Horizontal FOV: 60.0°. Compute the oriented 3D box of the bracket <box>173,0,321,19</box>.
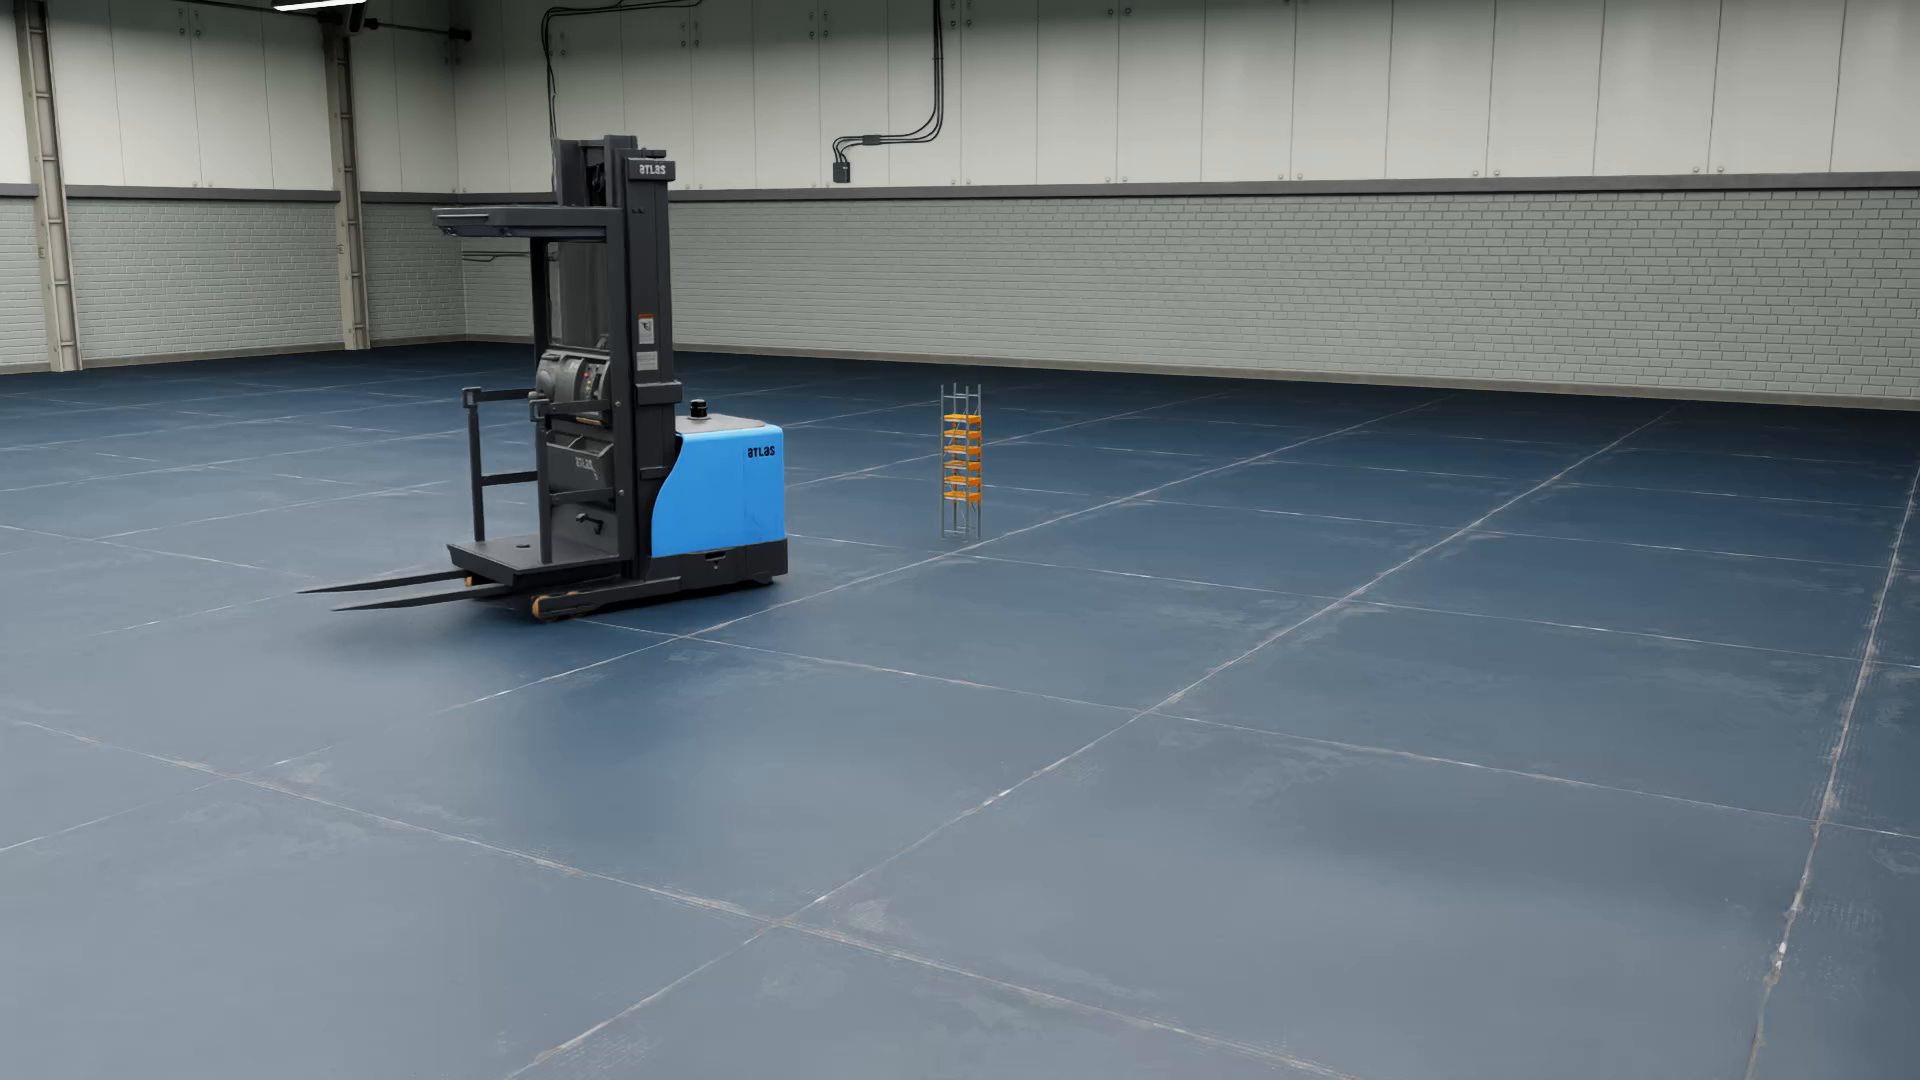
[{"bbox_3d":[-13.317,-9.512,29.442,0.076,0.066,4.783,6,12,31],"label":"bracket"}]

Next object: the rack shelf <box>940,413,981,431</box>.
[{"bbox_3d":[0.008,-0.902,12.712,0.258,0.103,0.180,6,12,31],"label":"rack shelf"}]

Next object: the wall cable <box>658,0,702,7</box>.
[{"bbox_3d":[-4.450,-11.222,30.710,3.097,2.526,0.112,6,12,31],"label":"wall cable"}]

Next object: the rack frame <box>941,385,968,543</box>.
[{"bbox_3d":[-0.040,-0.578,12.694,0.240,1.200,0.006,6,12,31],"label":"rack frame"}]

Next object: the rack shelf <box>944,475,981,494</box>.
[{"bbox_3d":[0.008,-0.430,12.801,0.258,0.103,0.180,6,12,31],"label":"rack shelf"}]

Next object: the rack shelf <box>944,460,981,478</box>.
[{"bbox_3d":[0.008,-0.548,12.779,0.258,0.103,0.180,6,12,31],"label":"rack shelf"}]

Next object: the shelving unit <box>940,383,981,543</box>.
[{"bbox_3d":[0.008,-0.592,12.770,0.258,1.200,0.189,6,12,31],"label":"shelving unit"}]

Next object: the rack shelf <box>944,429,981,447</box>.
[{"bbox_3d":[0.008,-0.784,12.734,0.258,0.103,0.180,6,12,31],"label":"rack shelf"}]

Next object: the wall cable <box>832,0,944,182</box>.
[{"bbox_3d":[-1.302,-9.346,29.097,2.305,6.003,0.169,6,12,31],"label":"wall cable"}]

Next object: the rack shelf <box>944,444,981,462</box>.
[{"bbox_3d":[0.008,-0.666,12.757,0.258,0.103,0.180,6,12,31],"label":"rack shelf"}]

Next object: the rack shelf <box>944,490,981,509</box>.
[{"bbox_3d":[0.008,-0.312,12.823,0.258,0.103,0.180,6,12,31],"label":"rack shelf"}]

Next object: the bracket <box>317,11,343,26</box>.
[{"bbox_3d":[-11.979,-9.917,31.607,0.235,0.232,0.430,6,12,31],"label":"bracket"}]

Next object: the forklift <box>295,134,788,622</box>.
[{"bbox_3d":[-2.629,-1.045,10.484,3.031,2.935,1.130,-9,14,-39],"label":"forklift"}]

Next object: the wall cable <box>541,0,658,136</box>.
[{"bbox_3d":[-7.095,-9.282,32.708,3.097,2.526,0.112,6,12,31],"label":"wall cable"}]

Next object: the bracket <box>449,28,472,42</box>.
[{"bbox_3d":[-10.318,-10.421,34.295,0.235,0.232,0.430,6,12,31],"label":"bracket"}]

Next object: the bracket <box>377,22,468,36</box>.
[{"bbox_3d":[-10.625,-10.328,33.799,0.076,0.066,3.189,6,12,31],"label":"bracket"}]

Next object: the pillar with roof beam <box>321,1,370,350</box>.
[{"bbox_3d":[-8.388,-7.836,30.271,9.100,9.000,0.548,6,12,31],"label":"pillar with roof beam"}]

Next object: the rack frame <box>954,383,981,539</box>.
[{"bbox_3d":[0.055,-0.606,12.847,0.240,1.200,0.006,6,12,31],"label":"rack frame"}]

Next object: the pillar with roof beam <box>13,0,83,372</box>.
[{"bbox_3d":[-11.503,-6.892,25.230,9.100,9.000,0.548,6,12,31],"label":"pillar with roof beam"}]

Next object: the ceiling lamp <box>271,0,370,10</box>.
[{"bbox_3d":[-10.014,-10.055,26.261,2.000,3.185,0.800,6,12,31],"label":"ceiling lamp"}]

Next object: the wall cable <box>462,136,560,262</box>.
[{"bbox_3d":[-9.408,-7.058,34.553,3.097,2.526,0.112,6,12,31],"label":"wall cable"}]

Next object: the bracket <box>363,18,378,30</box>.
[{"bbox_3d":[-11.548,-10.048,32.304,0.235,0.232,0.430,6,12,31],"label":"bracket"}]
